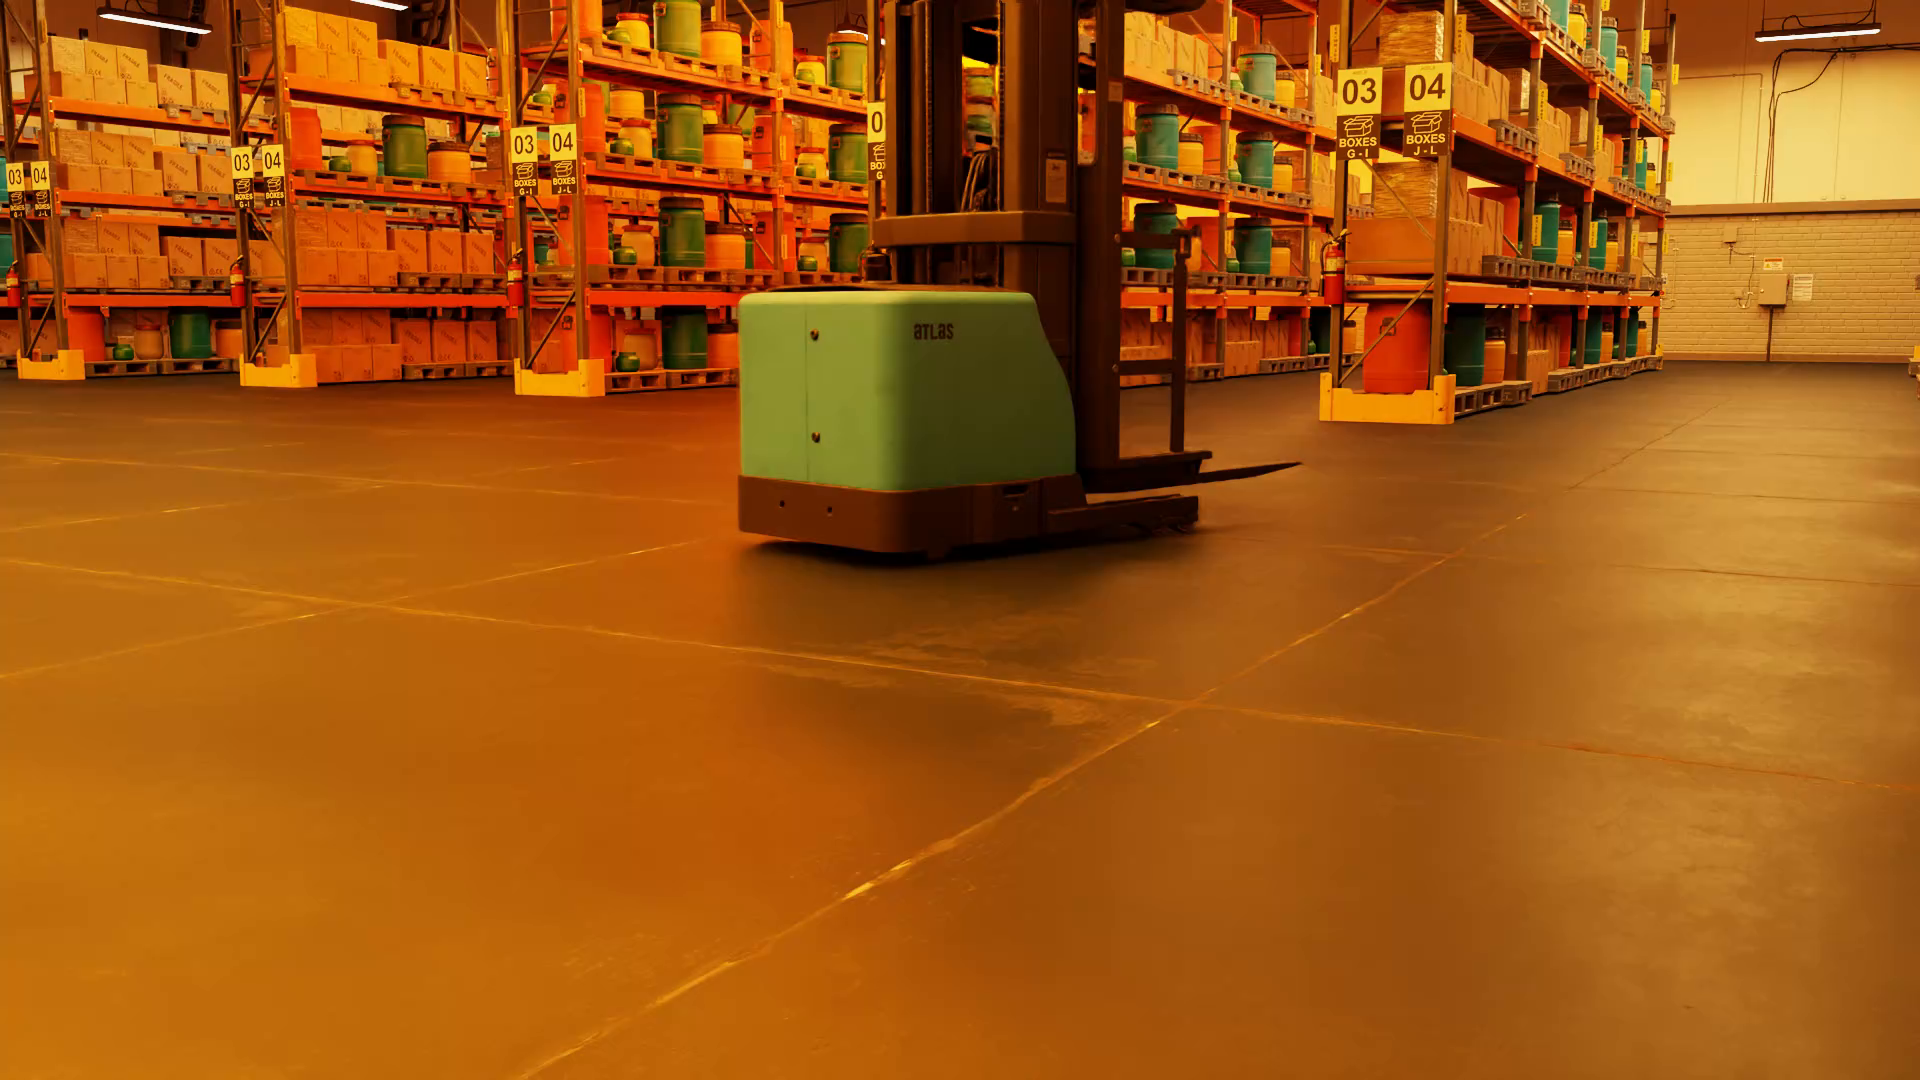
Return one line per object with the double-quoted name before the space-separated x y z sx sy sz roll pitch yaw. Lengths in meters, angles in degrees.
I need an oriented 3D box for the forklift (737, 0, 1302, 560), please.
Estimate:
"forklift" 0.455 -1.520 7.604 3.031 2.935 1.130 -8 11 -44
